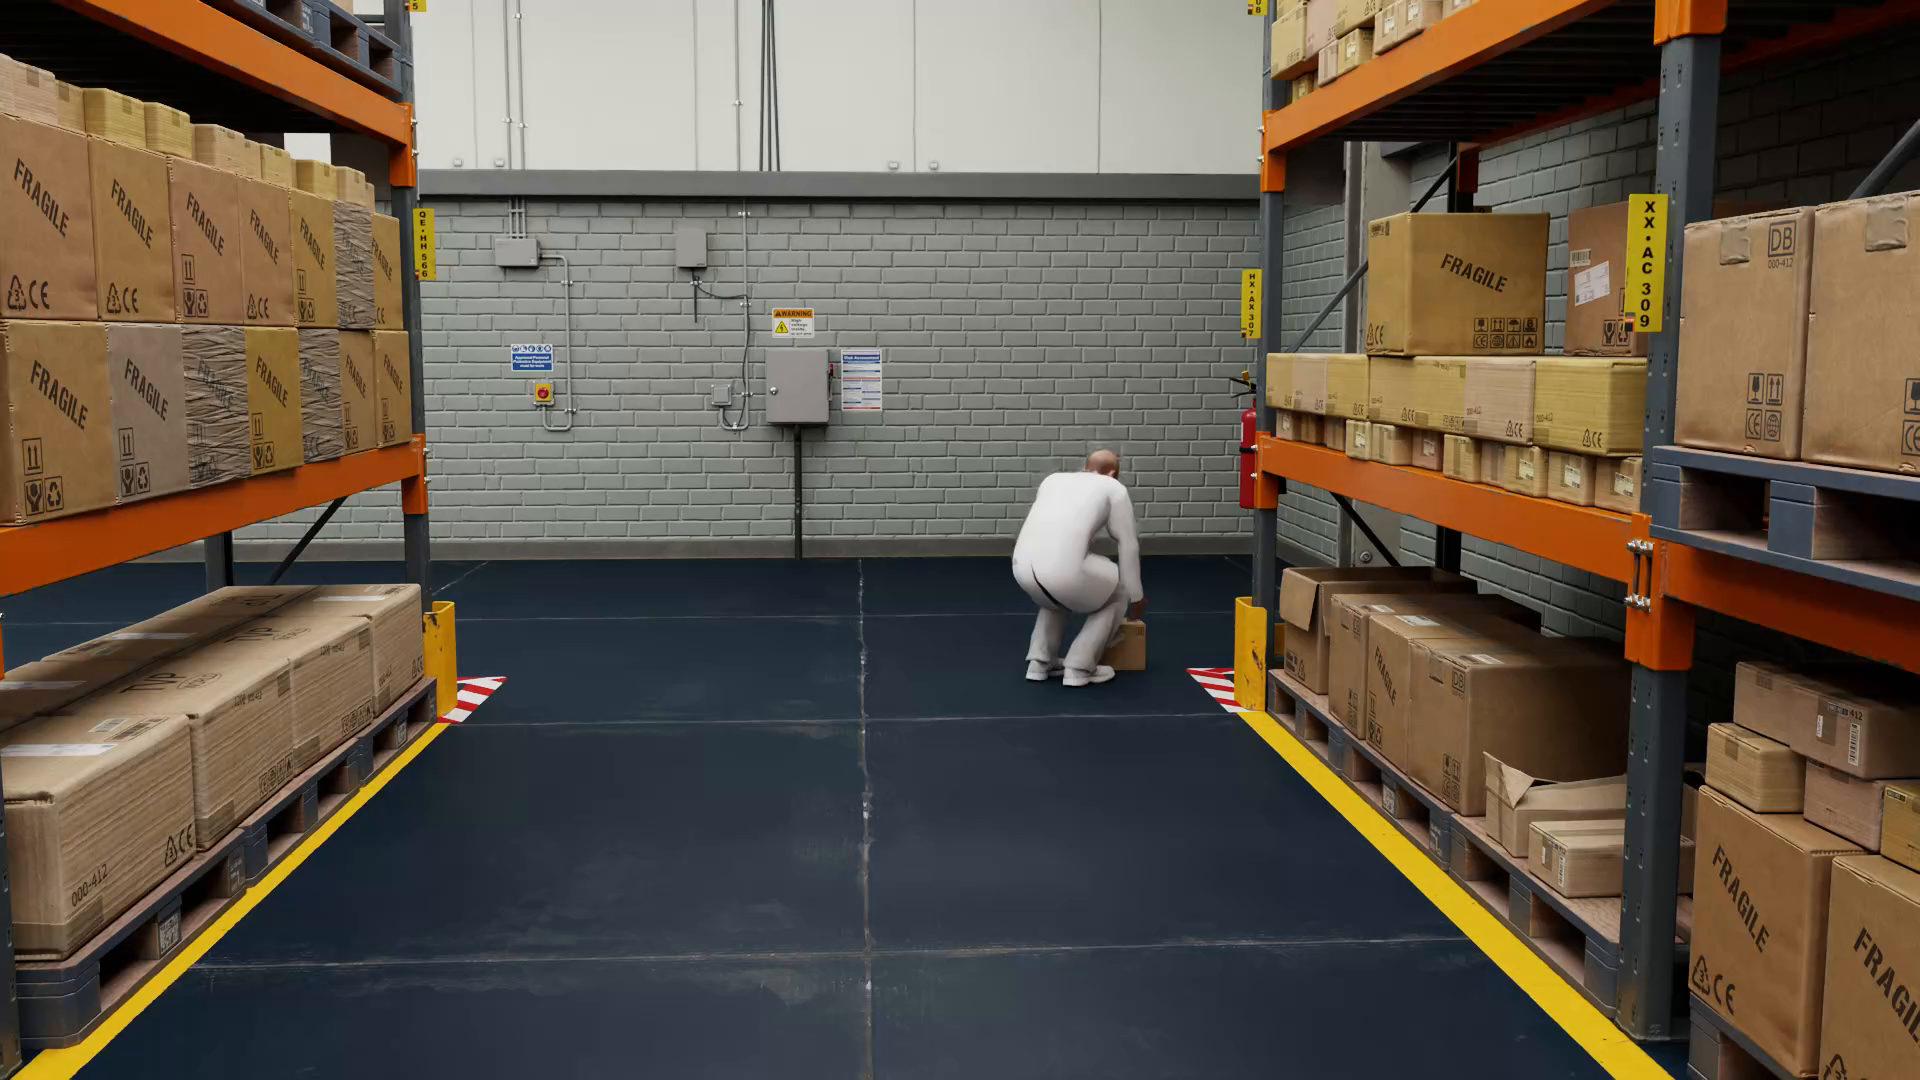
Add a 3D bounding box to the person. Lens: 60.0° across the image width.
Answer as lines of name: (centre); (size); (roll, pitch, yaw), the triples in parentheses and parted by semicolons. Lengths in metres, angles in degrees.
person: (0.590, 0.135, 8.705); (0.625, 1.183, 0.822); (6, 9, 40)
